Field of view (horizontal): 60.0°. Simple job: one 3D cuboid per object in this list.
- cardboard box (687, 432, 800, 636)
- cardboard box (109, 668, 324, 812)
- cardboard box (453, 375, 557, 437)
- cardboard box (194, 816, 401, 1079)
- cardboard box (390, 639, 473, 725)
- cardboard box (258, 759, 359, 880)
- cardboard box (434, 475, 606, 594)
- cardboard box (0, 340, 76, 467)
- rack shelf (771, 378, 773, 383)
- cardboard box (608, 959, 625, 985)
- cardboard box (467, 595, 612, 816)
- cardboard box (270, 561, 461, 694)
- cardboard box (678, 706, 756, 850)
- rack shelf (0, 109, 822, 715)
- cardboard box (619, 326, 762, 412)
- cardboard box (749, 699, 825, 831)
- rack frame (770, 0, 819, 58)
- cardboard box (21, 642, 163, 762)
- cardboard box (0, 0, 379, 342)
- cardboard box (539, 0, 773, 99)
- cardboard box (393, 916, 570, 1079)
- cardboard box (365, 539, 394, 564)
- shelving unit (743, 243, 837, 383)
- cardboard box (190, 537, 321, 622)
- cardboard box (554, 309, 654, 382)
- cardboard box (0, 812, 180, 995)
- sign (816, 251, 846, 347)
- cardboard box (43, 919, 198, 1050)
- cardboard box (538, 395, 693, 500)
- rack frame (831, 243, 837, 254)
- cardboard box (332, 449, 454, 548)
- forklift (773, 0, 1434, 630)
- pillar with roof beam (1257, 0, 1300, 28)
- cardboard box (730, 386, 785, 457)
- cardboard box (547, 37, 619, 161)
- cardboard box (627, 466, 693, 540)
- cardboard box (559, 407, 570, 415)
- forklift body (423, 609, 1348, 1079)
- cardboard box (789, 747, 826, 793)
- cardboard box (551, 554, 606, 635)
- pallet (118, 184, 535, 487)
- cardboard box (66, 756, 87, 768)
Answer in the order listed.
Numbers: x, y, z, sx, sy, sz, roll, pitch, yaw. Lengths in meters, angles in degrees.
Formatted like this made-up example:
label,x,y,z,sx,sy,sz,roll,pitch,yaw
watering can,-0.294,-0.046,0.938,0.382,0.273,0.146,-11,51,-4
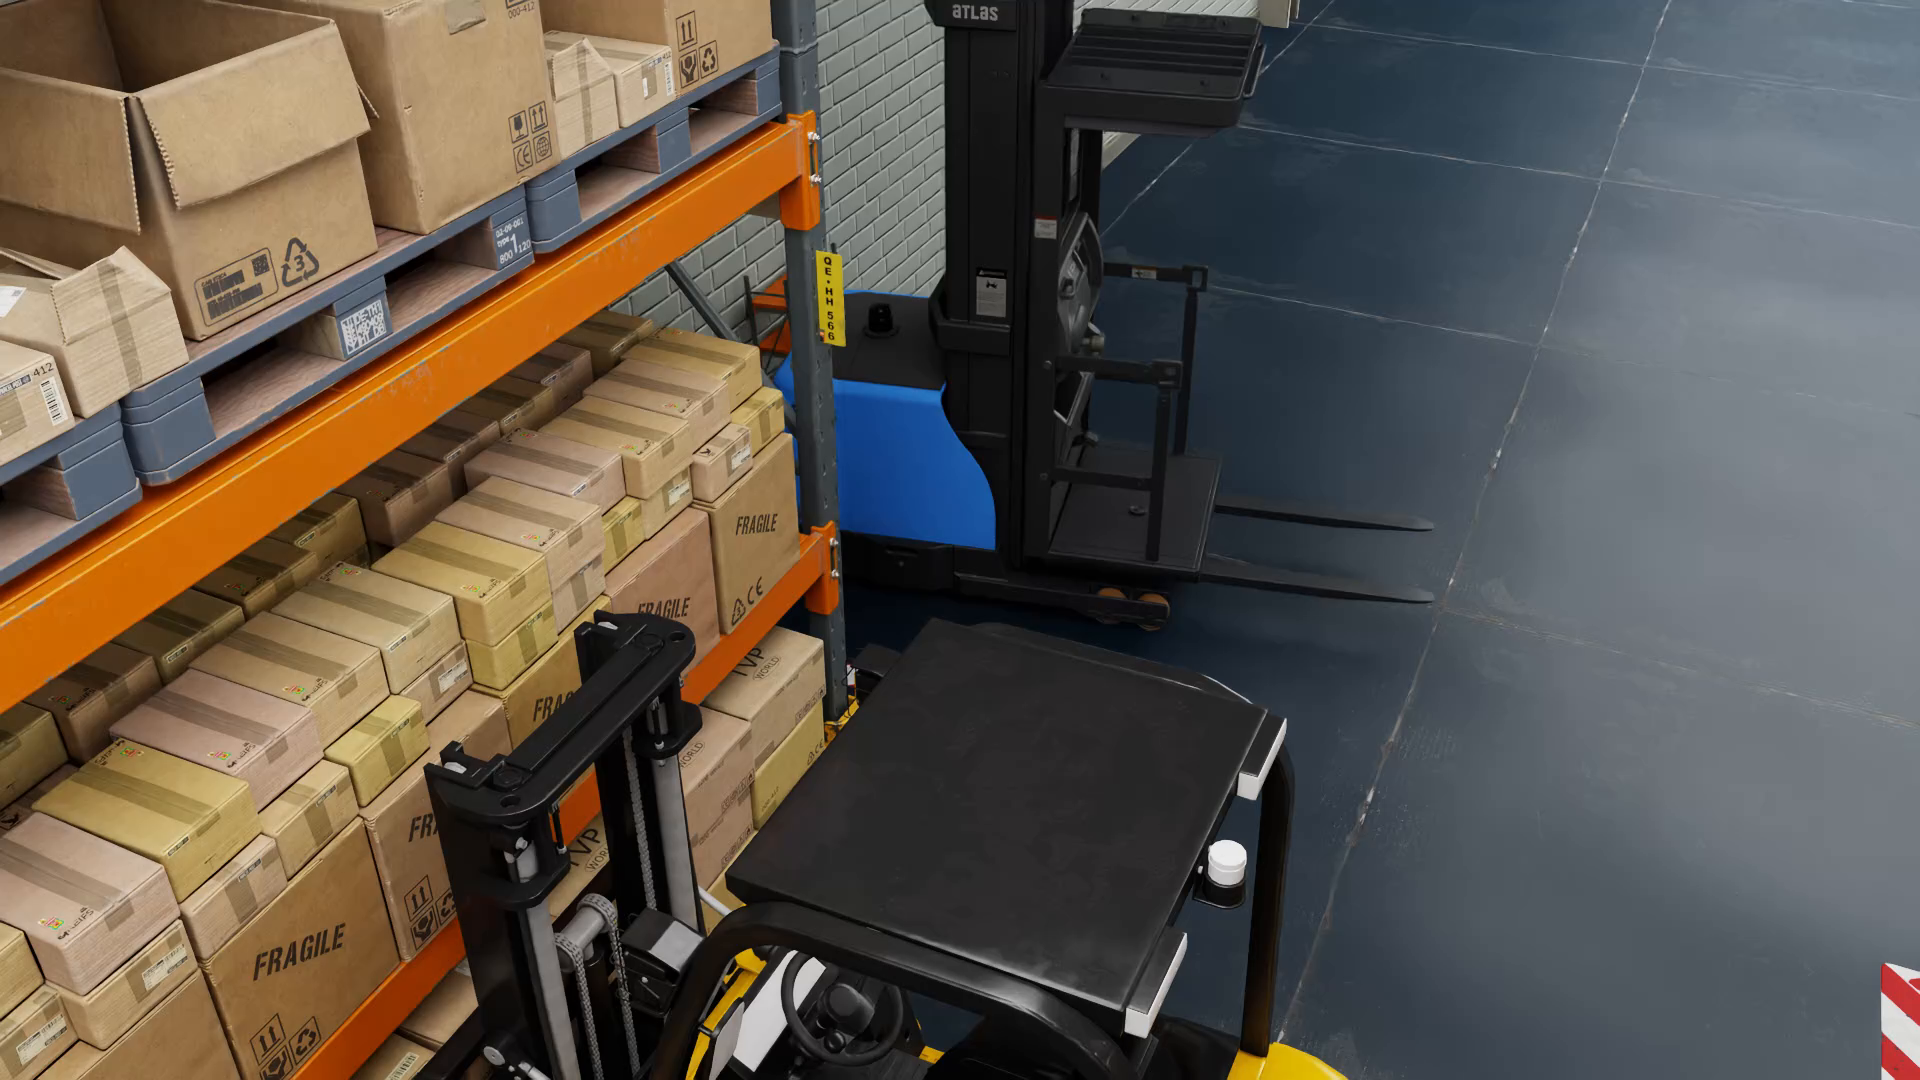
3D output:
label,x,y,z,sx,sy,sz,roll,pitch,yaw
cardboard box,-0.880,-0.073,5.535,0.500,0.500,0.500,13,36,19
cardboard box,-1.716,0.468,3.847,0.380,0.149,0.250,14,36,20
cardboard box,-1.485,-0.398,5.168,0.380,0.149,0.250,15,36,21
cardboard box,-1.750,0.937,3.994,0.500,0.500,0.500,14,36,20
cardboard box,-1.504,0.336,4.320,0.380,0.149,0.250,14,36,20
cardboard box,-1.652,0.613,3.896,0.380,0.149,0.250,13,35,19
cardboard box,-1.211,-0.019,4.589,0.380,0.149,0.250,15,36,22
cardboard box,-1.801,-0.248,2.912,0.380,0.149,0.250,15,36,22
rack shelf,-0.786,-0.807,8.492,0.258,0.148,0.480,10,34,22
cardboard box,-1.249,1.252,5.274,0.500,0.250,0.500,13,36,19
cardboard box,-1.320,0.439,4.754,0.500,0.500,0.500,13,36,20
cardboard box,-1.508,0.218,4.228,0.380,0.149,0.250,15,36,21
cardboard box,-1.030,0.776,5.543,0.500,0.250,0.500,15,36,21
rack shelf,-1.749,-0.294,3.883,1.077,0.370,4.000,14,36,20
cardboard box,-0.871,-0.547,5.395,0.380,0.149,0.250,14,36,21
cardboard box,-0.832,0.743,6.050,0.500,0.250,0.500,14,36,20
rack frame,-0.913,-2.845,4.383,1.000,3.000,0.127,14,36,20
cardboard box,-2.162,0.360,4.012,0.380,0.149,0.250,14,36,20
cardboard box,-1.675,-0.805,3.439,0.797,0.503,0.637,15,36,22
cardboard box,-0.877,-1.574,4.614,0.500,0.500,0.500,15,36,22
cardboard box,-1.451,1.280,4.774,0.500,0.250,0.500,13,36,20
cardboard box,-1.783,-0.051,4.909,0.380,0.149,0.250,15,36,21
shelving unit,-0.791,-0.864,8.457,0.258,1.200,0.503,10,34,22
cardboard box,-1.920,0.108,4.396,0.380,0.149,0.250,14,36,21
cardboard box,-1.247,-0.656,5.560,0.380,0.149,0.250,13,36,20
cardboard box,-1.856,0.743,3.428,0.380,0.149,0.250,15,36,22
sign,-0.426,-0.788,5.445,0.100,0.325,0.005,14,36,20
cardboard box,-1.853,0.873,3.501,0.380,0.149,0.250,15,36,22
cardboard box,-1.031,-0.281,4.989,0.380,0.149,0.250,15,36,22
rack frame,-0.691,-0.986,8.643,0.240,1.200,0.015,10,34,22
cardboard box,-1.690,-0.142,4.776,0.380,0.149,0.250,15,36,22
forklift,0.719,-1.134,7.306,3.031,2.935,1.130,7,34,11
pillar with roof beam,6.908,-7.694,11.777,9.100,9.000,0.400,14,36,20
cardboard box,-0.803,-0.413,5.461,0.380,0.149,0.250,15,36,21
cardboard box,-1.090,-1.143,4.171,0.396,0.266,0.258,14,36,21
cardboard box,-1.047,-0.163,5.081,0.380,0.149,0.250,15,36,21
cardboard box,-1.336,-0.403,5.446,0.380,0.149,0.250,14,36,20
forklift body,-0.049,1.381,4.182,2.313,2.155,1.214,14,36,20
cardboard box,-0.822,0.944,6.199,0.500,0.250,0.500,14,36,21
cardboard box,-1.230,0.101,4.677,0.380,0.149,0.250,13,35,19
pallet,-1.741,-0.598,3.771,1.003,0.211,1.213,14,36,20
cardboard box,-2.149,0.480,4.100,0.380,0.149,0.250,14,36,20
